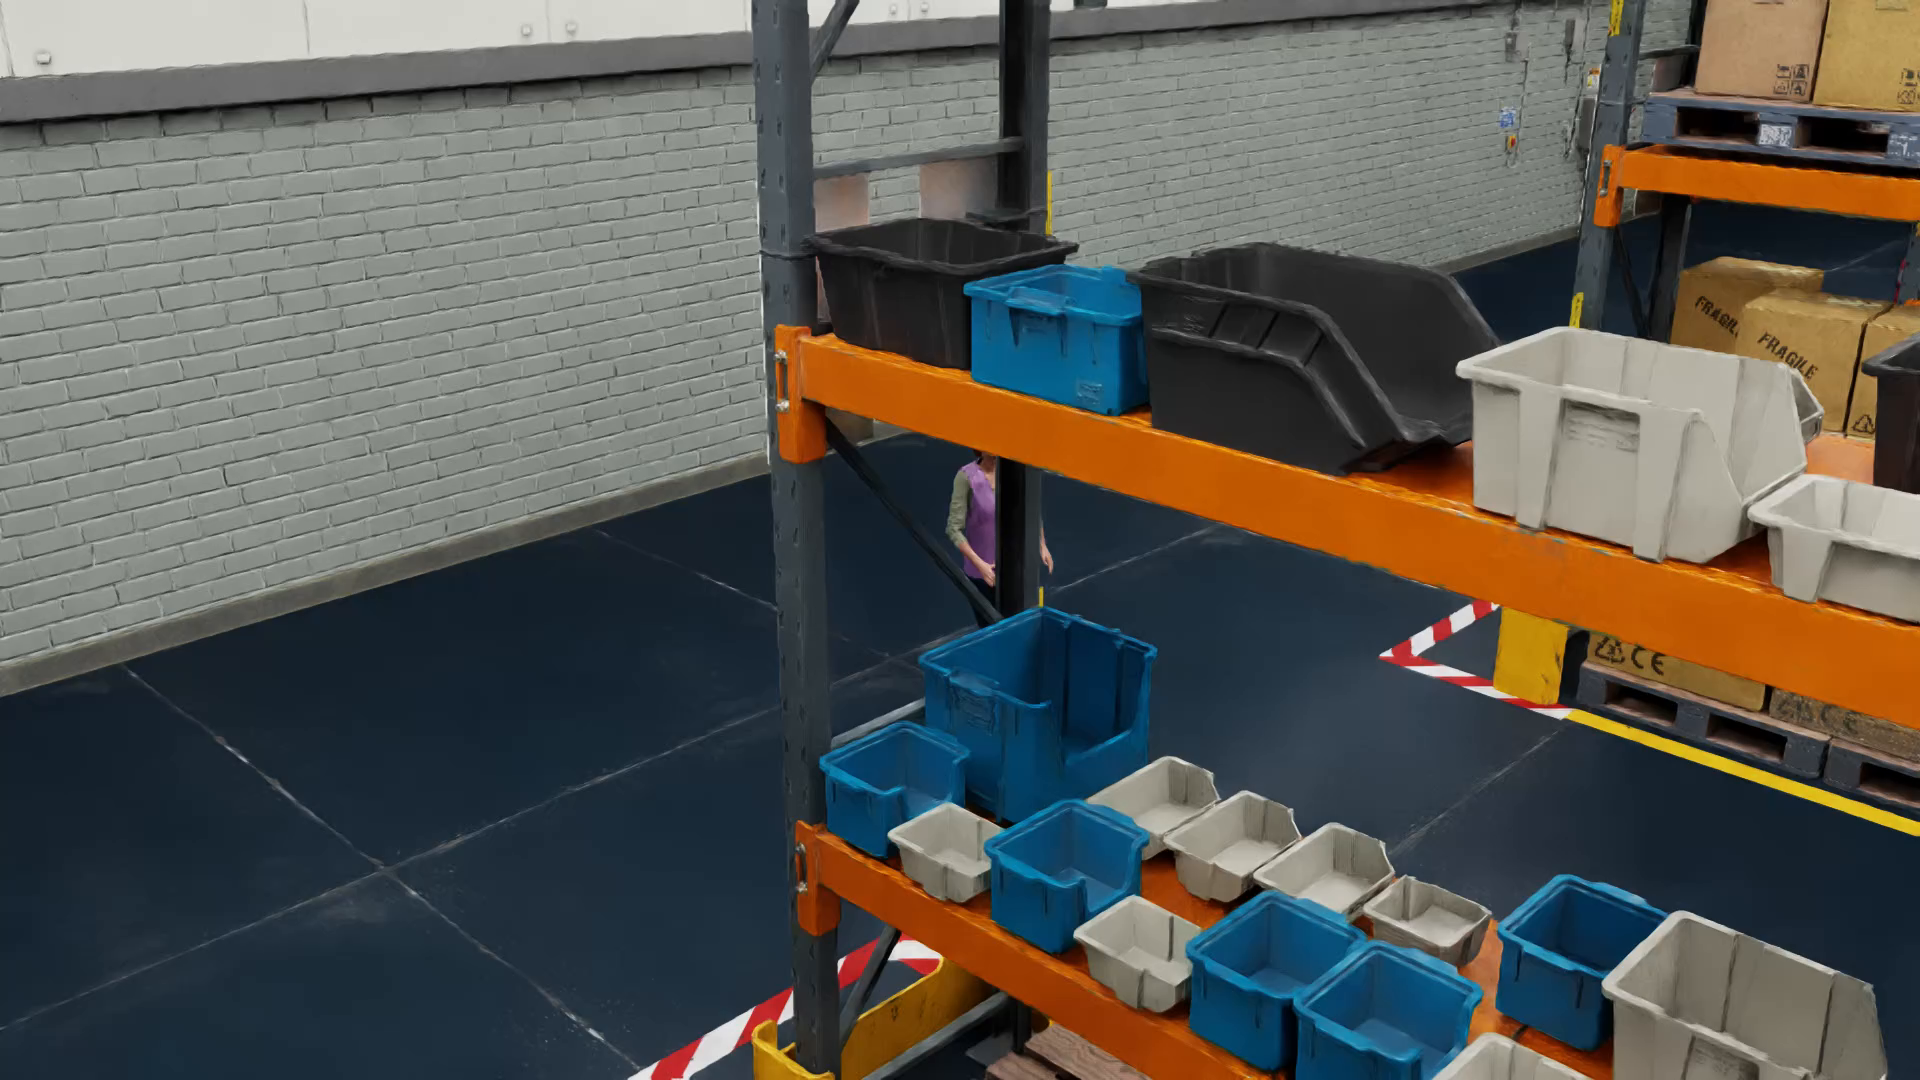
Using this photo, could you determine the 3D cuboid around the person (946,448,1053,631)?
[{"bbox_3d":[0.206,0.162,8.248,0.562,1.597,0.585,-5,22,-14],"label":"person"}]
